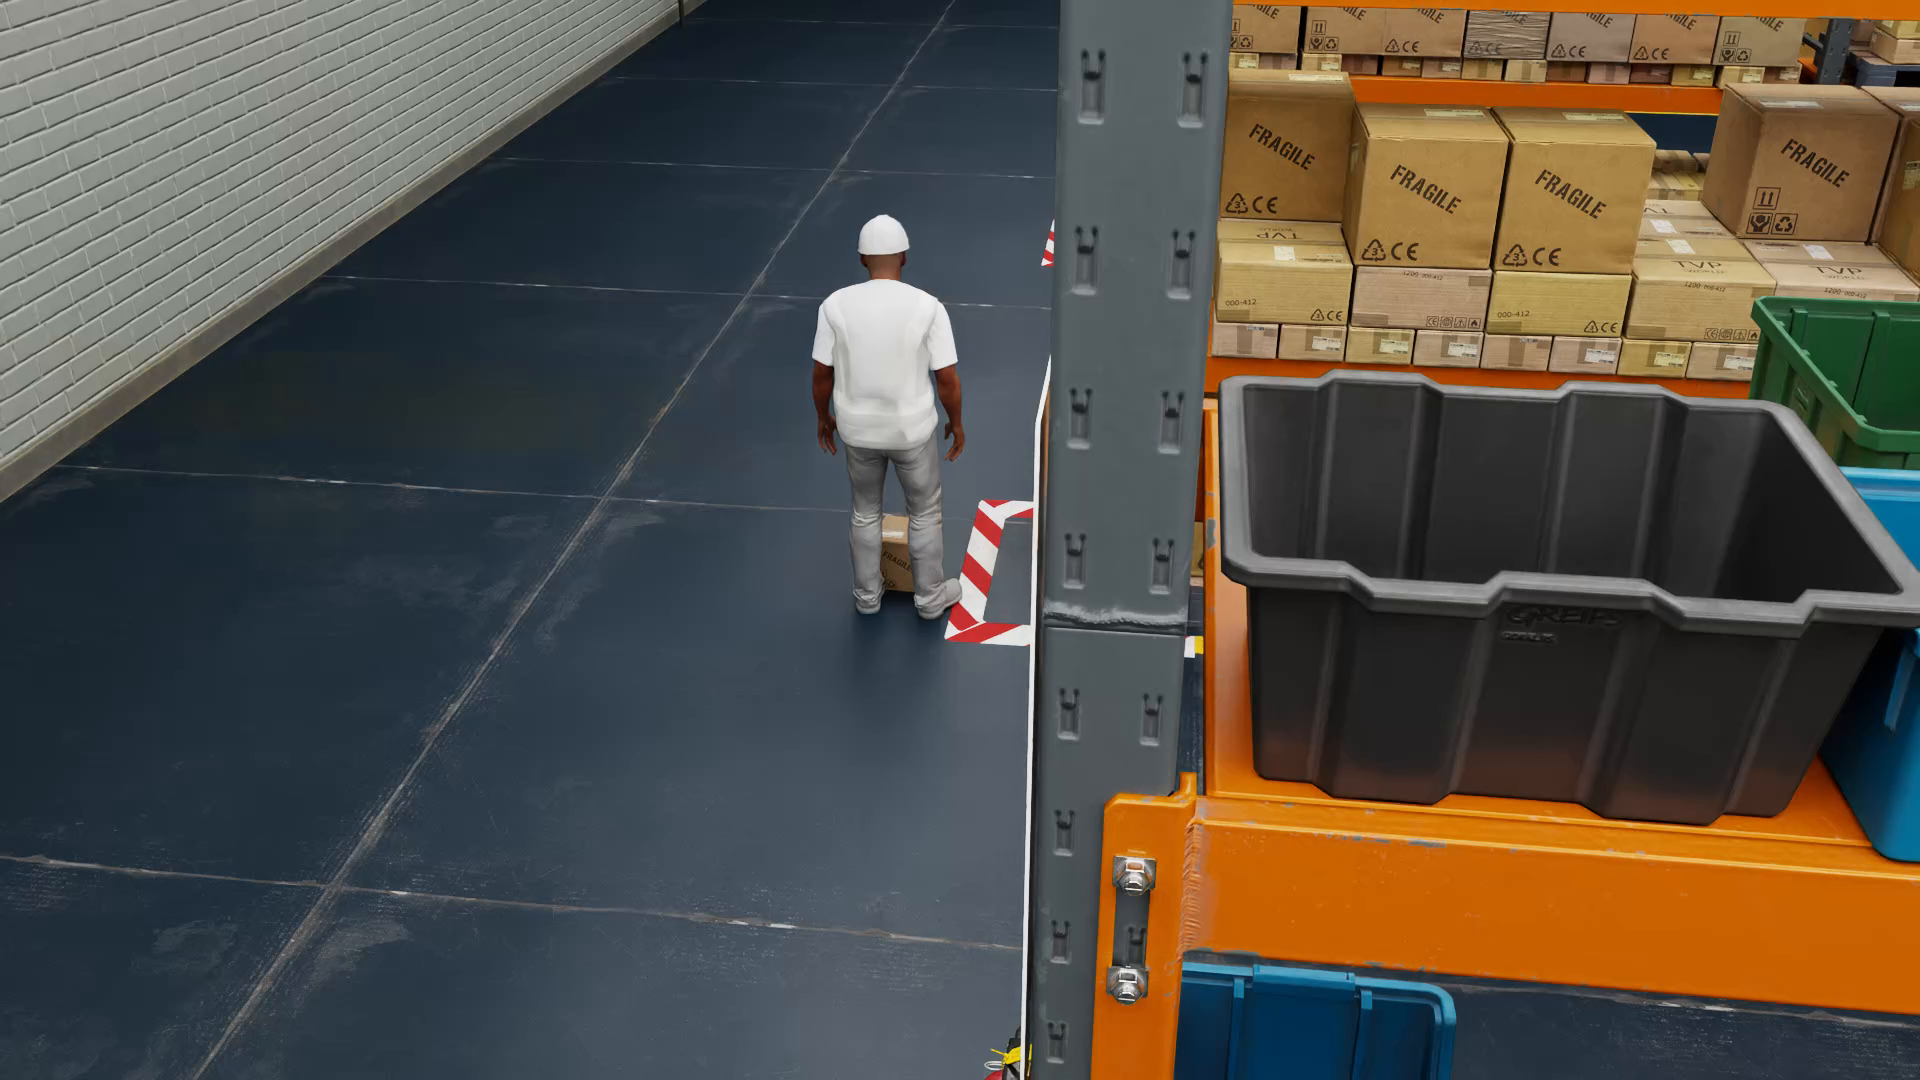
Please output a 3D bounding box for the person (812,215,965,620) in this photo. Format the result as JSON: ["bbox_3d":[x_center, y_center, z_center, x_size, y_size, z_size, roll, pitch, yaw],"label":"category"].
[{"bbox_3d":[-0.298,-0.494,7.025,0.635,1.761,0.454,5,29,9],"label":"person"}]
